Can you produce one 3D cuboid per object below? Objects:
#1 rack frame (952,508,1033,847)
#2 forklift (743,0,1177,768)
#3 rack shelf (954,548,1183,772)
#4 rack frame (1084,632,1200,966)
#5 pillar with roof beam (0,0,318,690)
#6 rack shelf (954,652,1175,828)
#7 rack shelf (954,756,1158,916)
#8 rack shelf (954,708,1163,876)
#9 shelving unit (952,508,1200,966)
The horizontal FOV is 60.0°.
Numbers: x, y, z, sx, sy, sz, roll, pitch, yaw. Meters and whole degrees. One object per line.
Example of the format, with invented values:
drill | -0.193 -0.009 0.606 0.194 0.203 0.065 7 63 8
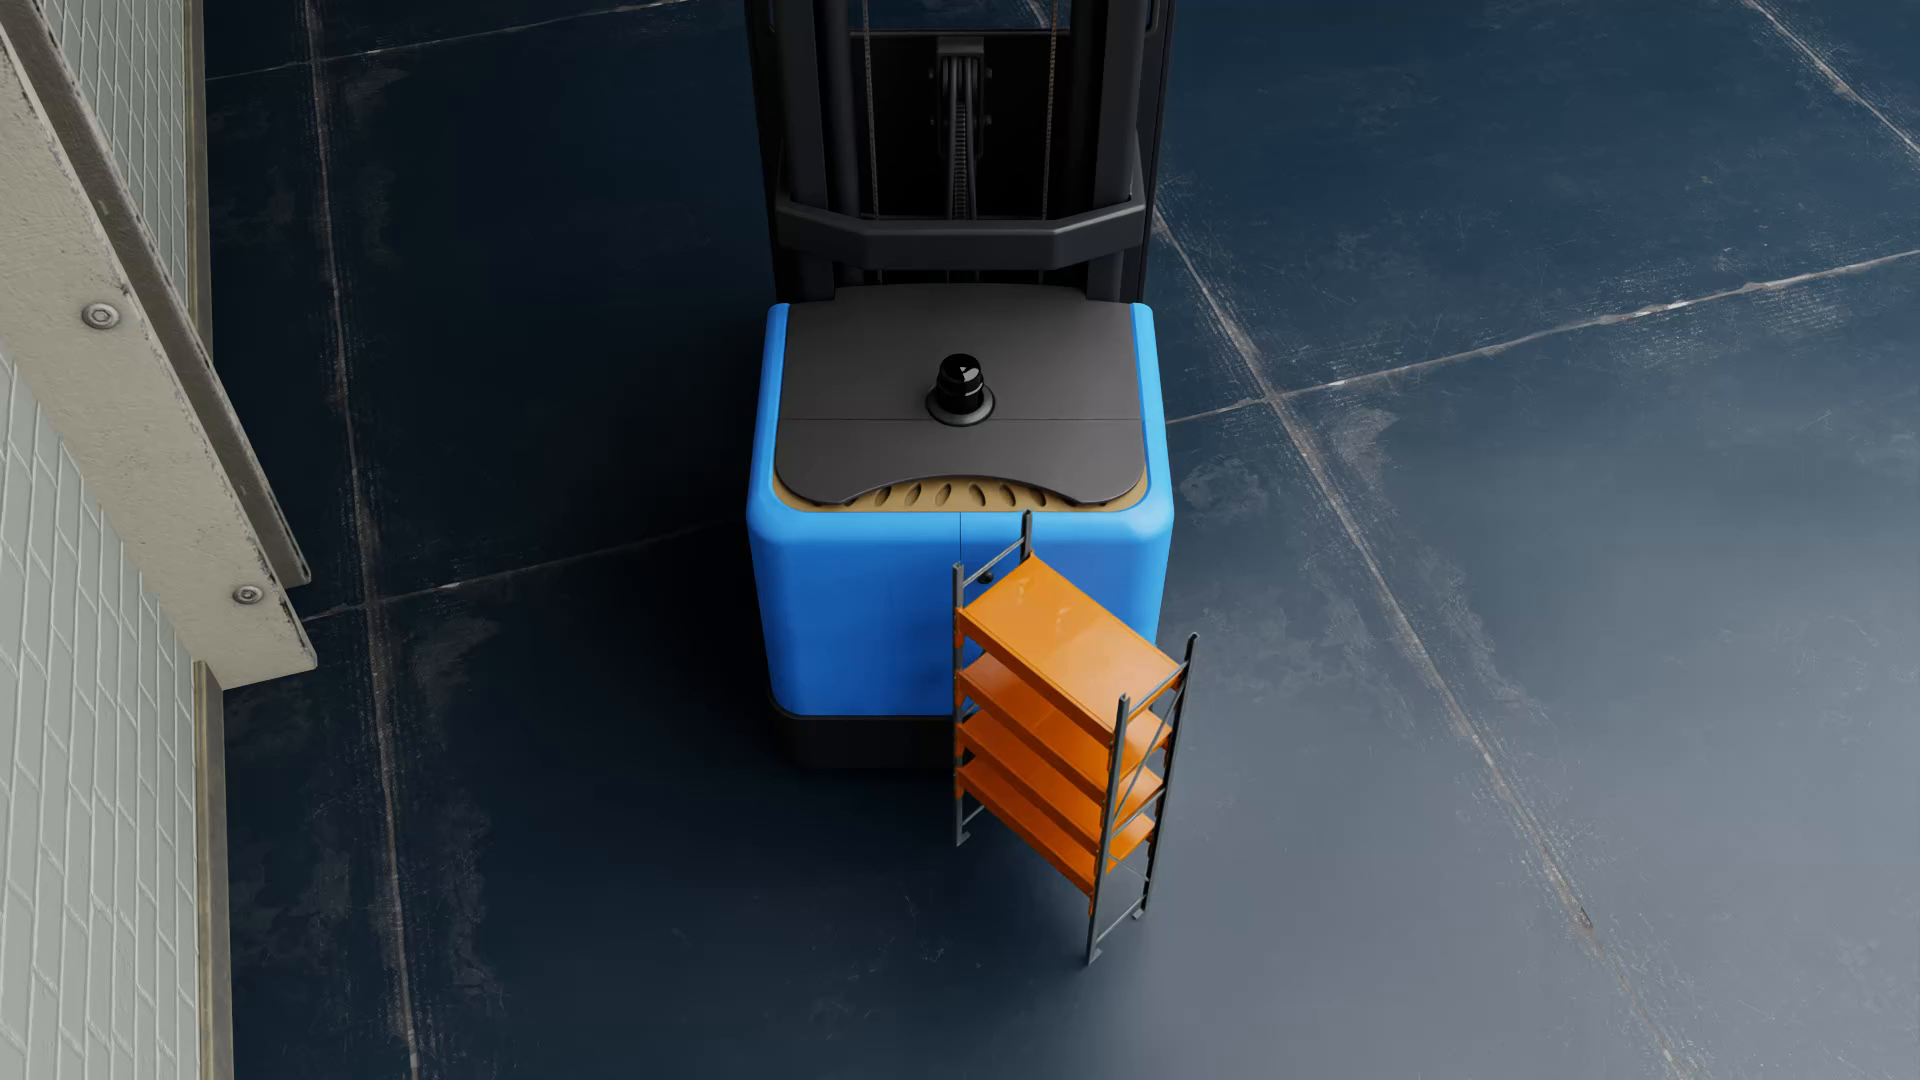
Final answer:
rack frame | 0.072 0.384 4.141 0.240 1.200 0.015 -37 59 -27
forklift | 0.000 -1.423 4.533 1.130 2.935 3.031 0 50 0
rack shelf | 0.244 0.263 3.729 0.258 0.148 0.480 -37 59 -27
rack frame | 0.415 0.650 3.917 0.240 1.200 0.015 -37 59 -27
pillar with roof beam | 2.001 -3.605 2.403 9.100 9.000 0.400 -13 51 -11
rack shelf | 0.244 0.416 3.910 0.258 0.148 0.480 -37 59 -27
rack shelf | 0.243 0.689 4.232 0.258 0.148 0.480 -37 59 -27
rack shelf | 0.243 0.560 4.080 0.258 0.148 0.480 -37 59 -27
shelving unit | 0.244 0.517 4.029 0.258 1.200 0.503 -37 59 -27
